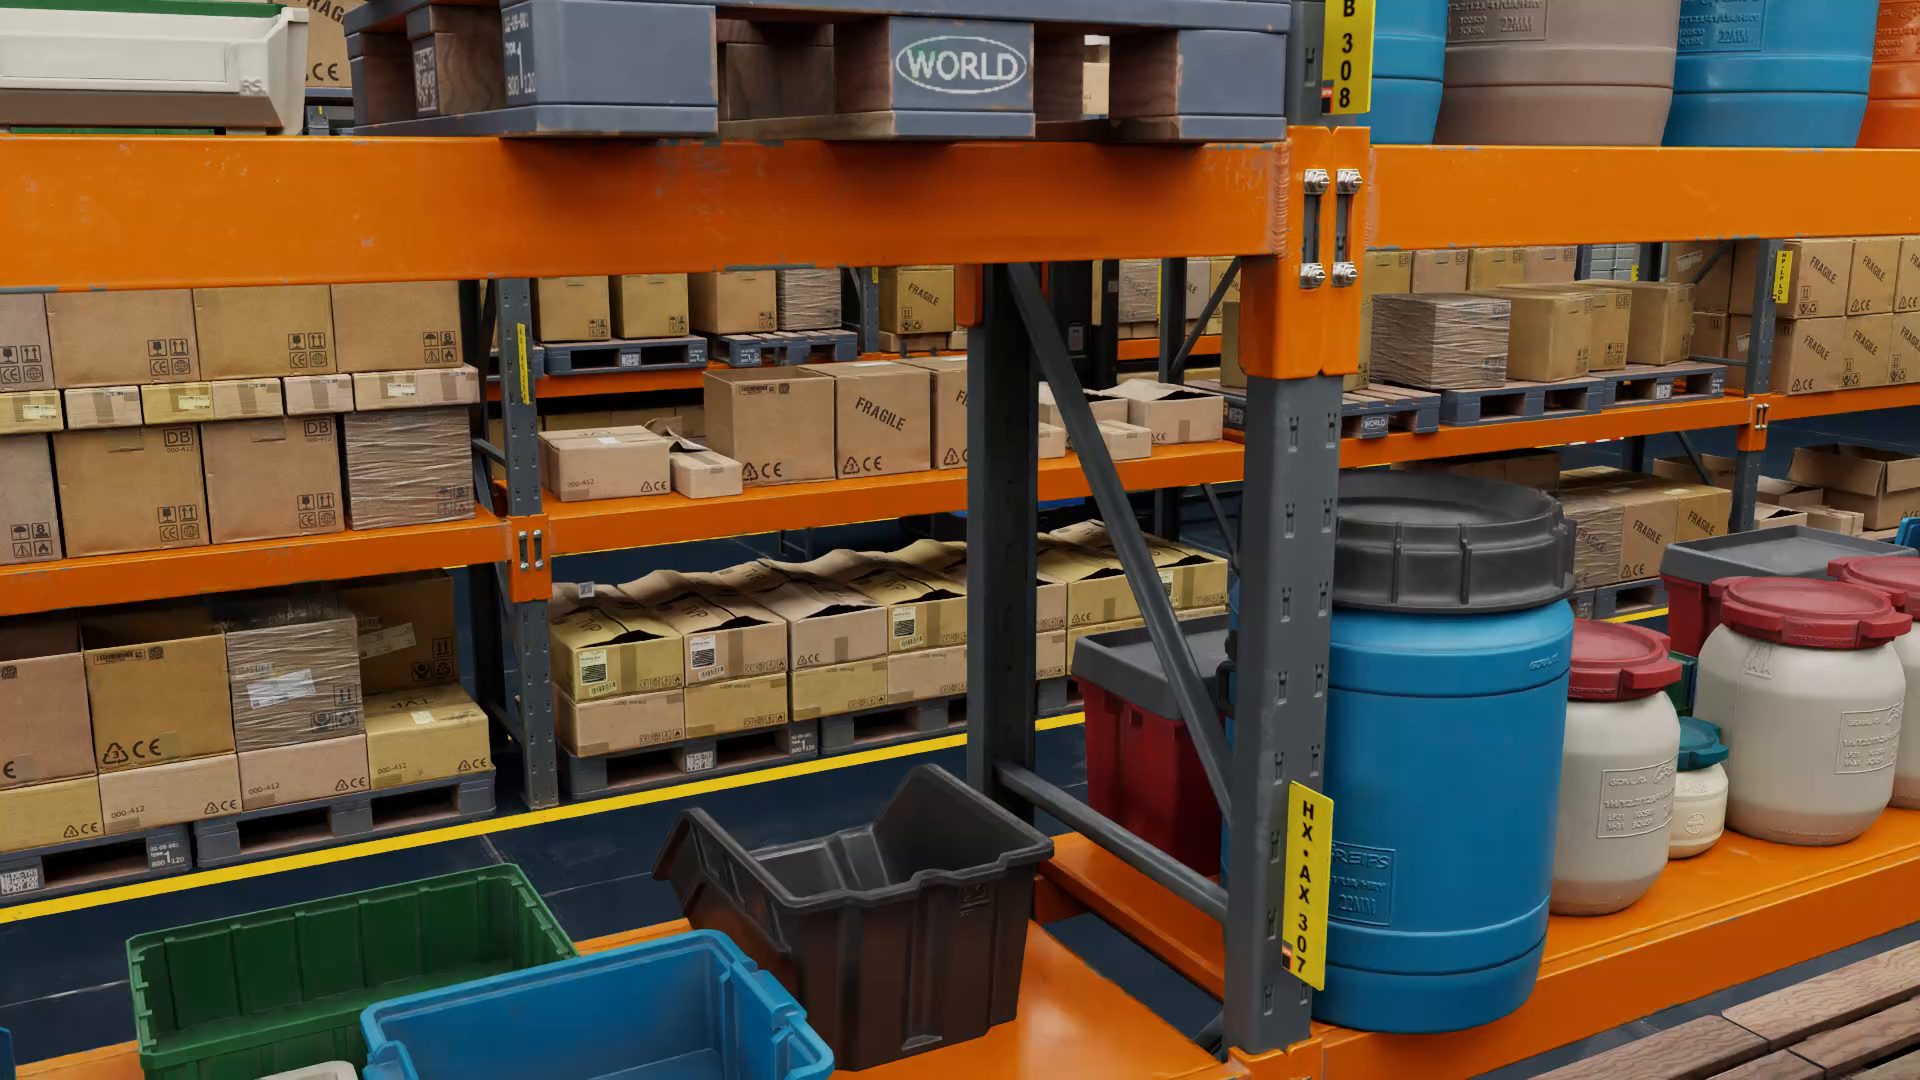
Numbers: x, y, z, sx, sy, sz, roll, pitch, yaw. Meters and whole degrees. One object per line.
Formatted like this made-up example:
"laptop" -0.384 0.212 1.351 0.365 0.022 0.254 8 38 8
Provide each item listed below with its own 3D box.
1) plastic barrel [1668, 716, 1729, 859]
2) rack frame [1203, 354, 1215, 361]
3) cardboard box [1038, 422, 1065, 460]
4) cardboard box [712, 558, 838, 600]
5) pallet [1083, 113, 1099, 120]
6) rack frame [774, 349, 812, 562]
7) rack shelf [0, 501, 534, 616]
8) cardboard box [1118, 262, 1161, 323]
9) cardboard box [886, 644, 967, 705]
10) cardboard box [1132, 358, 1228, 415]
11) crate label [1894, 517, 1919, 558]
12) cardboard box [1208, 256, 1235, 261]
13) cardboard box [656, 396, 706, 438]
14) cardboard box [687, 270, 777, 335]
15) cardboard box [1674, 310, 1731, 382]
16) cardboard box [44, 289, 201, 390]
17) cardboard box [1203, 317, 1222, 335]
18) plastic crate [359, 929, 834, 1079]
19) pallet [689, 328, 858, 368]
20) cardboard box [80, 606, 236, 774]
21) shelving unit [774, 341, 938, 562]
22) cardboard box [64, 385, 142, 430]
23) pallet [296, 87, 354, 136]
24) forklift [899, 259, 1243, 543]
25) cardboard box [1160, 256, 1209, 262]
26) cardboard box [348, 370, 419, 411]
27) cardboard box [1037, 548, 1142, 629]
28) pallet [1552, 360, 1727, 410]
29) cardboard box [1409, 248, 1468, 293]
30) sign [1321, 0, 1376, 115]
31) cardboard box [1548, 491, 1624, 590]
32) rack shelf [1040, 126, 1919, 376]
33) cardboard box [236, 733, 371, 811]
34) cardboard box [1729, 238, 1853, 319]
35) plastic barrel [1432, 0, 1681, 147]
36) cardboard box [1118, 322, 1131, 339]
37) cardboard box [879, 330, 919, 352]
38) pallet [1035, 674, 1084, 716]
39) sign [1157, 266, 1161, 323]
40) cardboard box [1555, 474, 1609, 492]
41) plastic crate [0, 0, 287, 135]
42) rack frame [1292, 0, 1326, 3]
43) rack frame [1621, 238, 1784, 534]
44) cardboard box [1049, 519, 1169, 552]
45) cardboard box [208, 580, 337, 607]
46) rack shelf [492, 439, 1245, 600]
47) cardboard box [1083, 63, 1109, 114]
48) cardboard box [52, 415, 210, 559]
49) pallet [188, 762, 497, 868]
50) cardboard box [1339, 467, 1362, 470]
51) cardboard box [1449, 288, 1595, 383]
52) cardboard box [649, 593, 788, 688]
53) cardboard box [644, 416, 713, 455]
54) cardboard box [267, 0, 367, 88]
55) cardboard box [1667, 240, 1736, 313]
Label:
"plastic barrel" 1.539 0.542 3.685 0.301 0.262 0.301 0 13 0
"rack frame" 2.579 -2.167 15.405 0.127 3.000 1.000 -7 14 -28
"cardboard box" 0.352 -0.524 8.678 0.250 0.149 0.380 -6 14 -24
"cardboard box" -0.955 0.286 8.534 0.500 0.311 0.500 -7 14 -28
"pallet" -0.088 -1.956 8.068 1.213 0.211 1.003 -6 14 -25
"rack frame" -1.181 -0.580 11.768 0.032 1.500 0.500 -7 15 -29
"rack shelf" -3.822 0.190 6.569 4.000 0.370 1.077 -7 14 -28
"cardboard box" 1.406 -2.167 14.453 0.500 0.500 0.500 -7 14 -28
"cardboard box" -0.244 0.609 8.377 0.500 0.250 0.500 -7 14 -27
"cardboard box" 2.071 -1.229 15.180 0.750 0.750 0.750 -7 14 -27
"crate label" 2.813 0.198 4.815 0.616 0.435 0.502 -7 14 -28
"cardboard box" 2.291 -2.638 14.840 0.500 0.250 0.500 -6 14 -26
"cardboard box" -2.069 -0.973 13.085 0.500 0.250 0.500 -7 14 -27
"cardboard box" -1.817 -1.894 12.963 0.500 0.500 0.700 -8 15 -33
"cardboard box" 5.271 -1.363 11.607 0.500 0.500 0.500 -7 14 -27
"cardboard box" -3.335 -0.899 6.588 0.500 0.500 0.700 -7 14 -28
"cardboard box" 2.208 -1.933 14.892 0.250 0.149 0.380 -7 14 -27
"plastic crate" -0.537 0.825 2.448 0.616 0.251 0.499 -7 14 -28
"pallet" -1.507 -1.557 13.132 1.003 0.211 1.213 -7 14 -28
"cardboard box" -3.250 0.594 6.734 0.500 0.500 0.500 -7 14 -28
"shelving unit" -0.742 -0.636 12.019 1.048 1.500 0.538 -7 15 -29
"cardboard box" -3.317 -0.533 6.440 0.250 0.149 0.380 -6 14 -26
"pallet" -2.802 -1.696 6.685 1.213 0.211 1.003 -7 14 -28
"forklift" 1.063 -1.544 12.793 3.031 2.935 1.130 -7 15 -29
"cardboard box" 1.838 -2.586 14.609 0.500 0.250 0.500 -6 14 -27
"cardboard box" -2.420 -0.641 6.919 0.250 0.149 0.380 -7 15 -29
"cardboard box" 0.650 0.230 8.785 0.500 0.311 0.500 -7 14 -29
"pallet" 4.202 -1.056 10.906 1.213 0.211 1.003 -7 14 -28
"cardboard box" 4.340 -2.521 16.297 0.700 0.700 0.980 -8 15 -31
"sign" 0.558 -0.777 2.375 0.005 0.325 0.100 -7 14 -28
"cardboard box" 3.782 0.003 10.457 0.500 0.500 0.500 -7 14 -27
"rack shelf" 2.059 -0.739 3.867 4.000 0.370 1.077 -7 14 -28
"cardboard box" -2.812 0.907 7.052 0.500 0.250 0.500 -7 14 -28
"cardboard box" 5.504 -1.744 11.024 0.500 0.500 0.500 -6 14 -26
"plastic barrel" 1.220 -1.288 3.527 0.600 0.901 0.600 0 13 0
"cardboard box" 1.282 -1.839 14.474 0.250 0.149 0.380 -7 15 -29
"cardboard box" -0.532 -1.623 13.516 0.250 0.149 0.380 -7 14 -29
"pallet" 0.703 0.648 9.250 1.213 0.211 1.003 -7 14 -28
"sign" 1.176 -1.422 9.637 0.005 0.325 0.100 -7 14 -28
"cardboard box" 3.951 -0.145 11.115 0.500 0.500 0.500 -7 14 -27
"plastic crate" -1.211 -0.662 2.372 0.450 0.188 0.336 -7 14 -28
"rack frame" 0.304 -2.343 2.523 0.127 3.000 1.000 -7 14 -28
"rack frame" 4.956 -1.213 11.165 0.127 3.000 1.000 -7 14 -28
"cardboard box" 0.844 0.070 9.496 0.500 0.311 0.500 -6 14 -26
"cardboard box" -3.058 0.442 7.410 0.500 0.500 0.500 -7 14 -28
"rack shelf" -0.311 -0.230 8.439 4.000 0.370 1.077 -7 14 -28
"cardboard box" 0.622 -2.270 8.415 0.500 0.250 0.500 -6 14 -26
"cardboard box" -3.355 -0.263 6.718 0.500 0.500 0.700 -7 14 -27
"pallet" -2.784 1.065 7.396 1.213 0.211 1.003 -7 14 -28
"cardboard box" 2.201 -0.303 10.107 0.500 0.250 0.500 -6 14 -26
"cardboard box" 3.435 -1.268 10.229 0.500 0.500 0.700 -12 17 -42
"cardboard box" -1.142 0.445 7.829 0.500 0.311 0.500 -7 14 -29
"cardboard box" -1.382 -0.433 8.008 0.258 0.266 0.396 -7 15 -29
"cardboard box" -2.635 -2.154 7.014 0.500 0.500 0.500 -6 14 -23
"cardboard box" 5.275 -1.852 11.502 0.500 0.500 0.500 -7 14 -28
